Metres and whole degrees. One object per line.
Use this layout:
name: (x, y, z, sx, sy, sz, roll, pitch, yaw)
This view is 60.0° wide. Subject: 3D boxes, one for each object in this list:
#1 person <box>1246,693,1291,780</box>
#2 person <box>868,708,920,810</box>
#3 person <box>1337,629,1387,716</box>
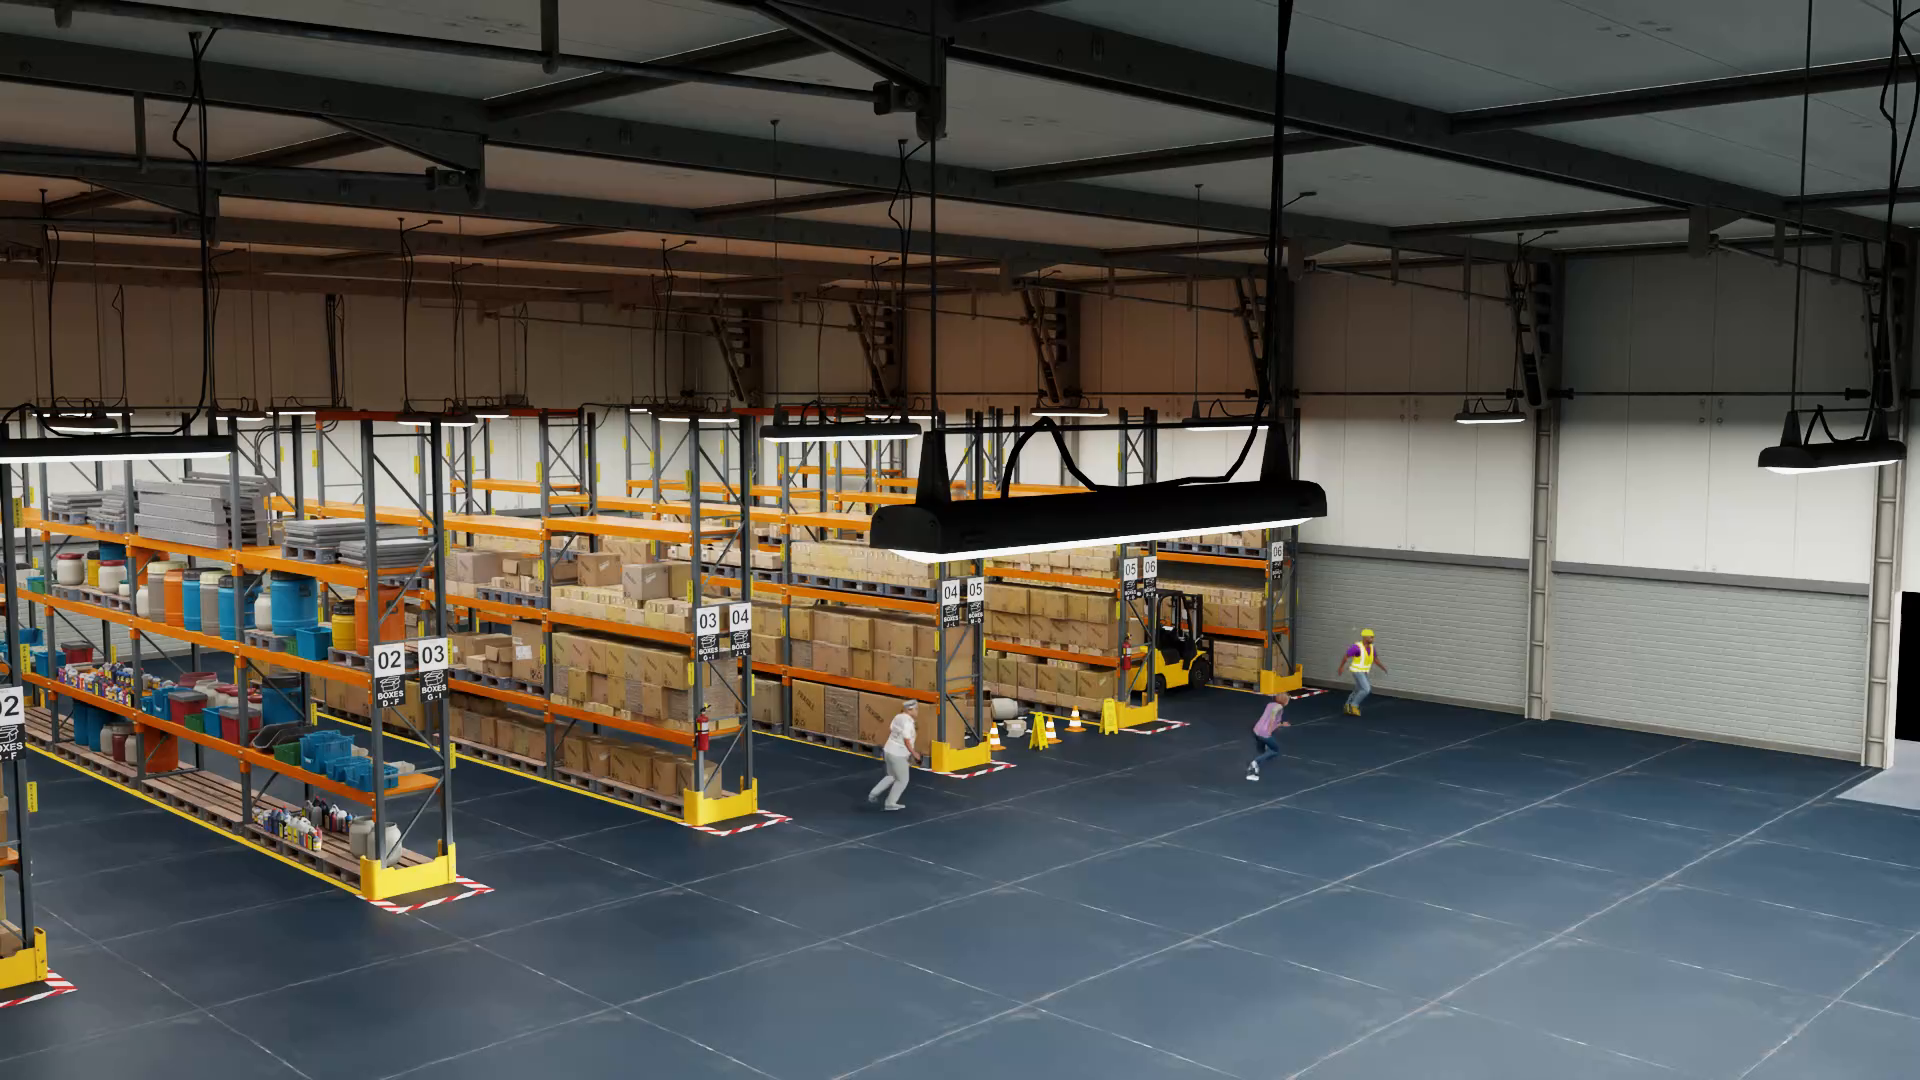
person: (5.065, 3.217, 27.149, 0.798, 1.427, 0.565, -1, 5, -15)
person: (-0.998, 3.273, 25.216, 0.759, 1.646, 0.648, -2, 5, -23)
person: (7.890, 2.584, 32.478, 0.829, 1.711, 0.663, 5, 7, 45)
